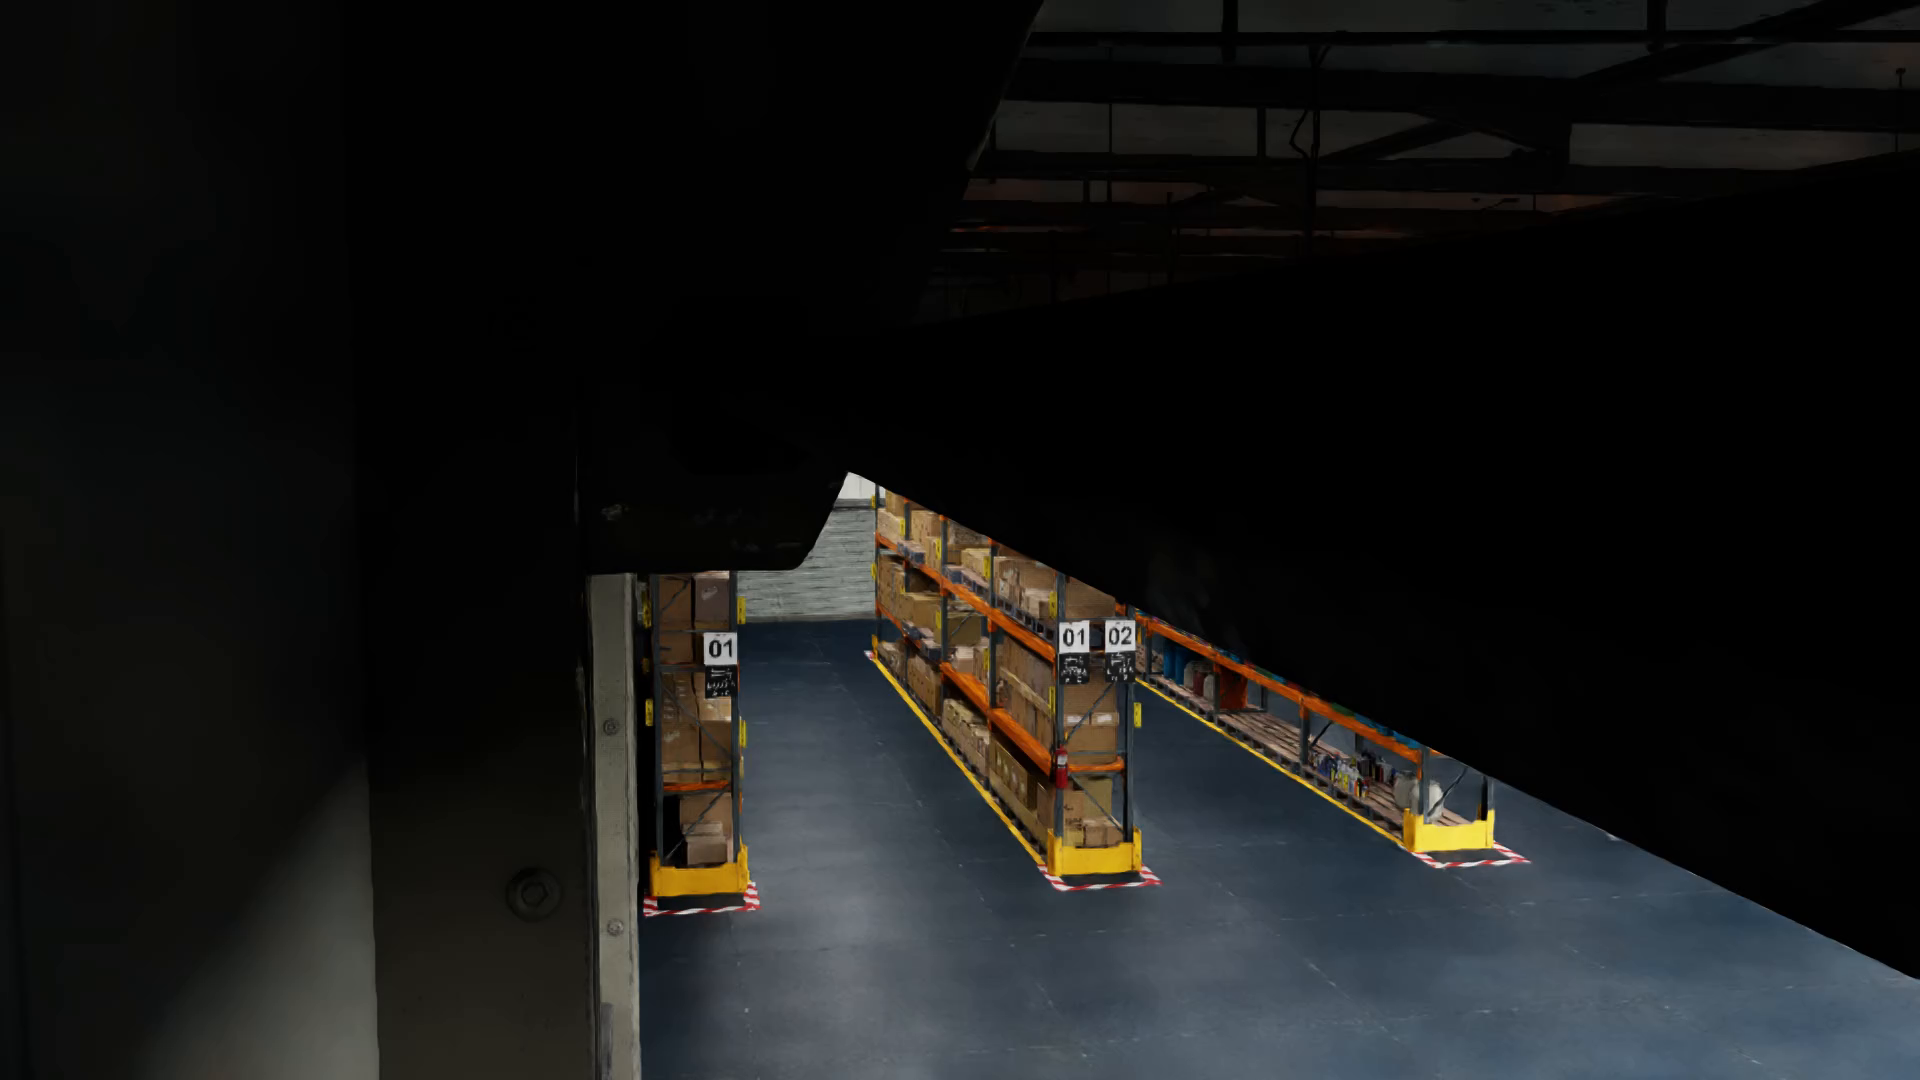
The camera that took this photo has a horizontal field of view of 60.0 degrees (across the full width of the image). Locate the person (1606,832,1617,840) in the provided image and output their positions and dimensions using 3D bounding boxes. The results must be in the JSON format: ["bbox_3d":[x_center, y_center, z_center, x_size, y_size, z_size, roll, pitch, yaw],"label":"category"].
[{"bbox_3d":[8.961,3.171,22.549,0.585,1.697,0.977,1,6,9],"label":"person"}]
